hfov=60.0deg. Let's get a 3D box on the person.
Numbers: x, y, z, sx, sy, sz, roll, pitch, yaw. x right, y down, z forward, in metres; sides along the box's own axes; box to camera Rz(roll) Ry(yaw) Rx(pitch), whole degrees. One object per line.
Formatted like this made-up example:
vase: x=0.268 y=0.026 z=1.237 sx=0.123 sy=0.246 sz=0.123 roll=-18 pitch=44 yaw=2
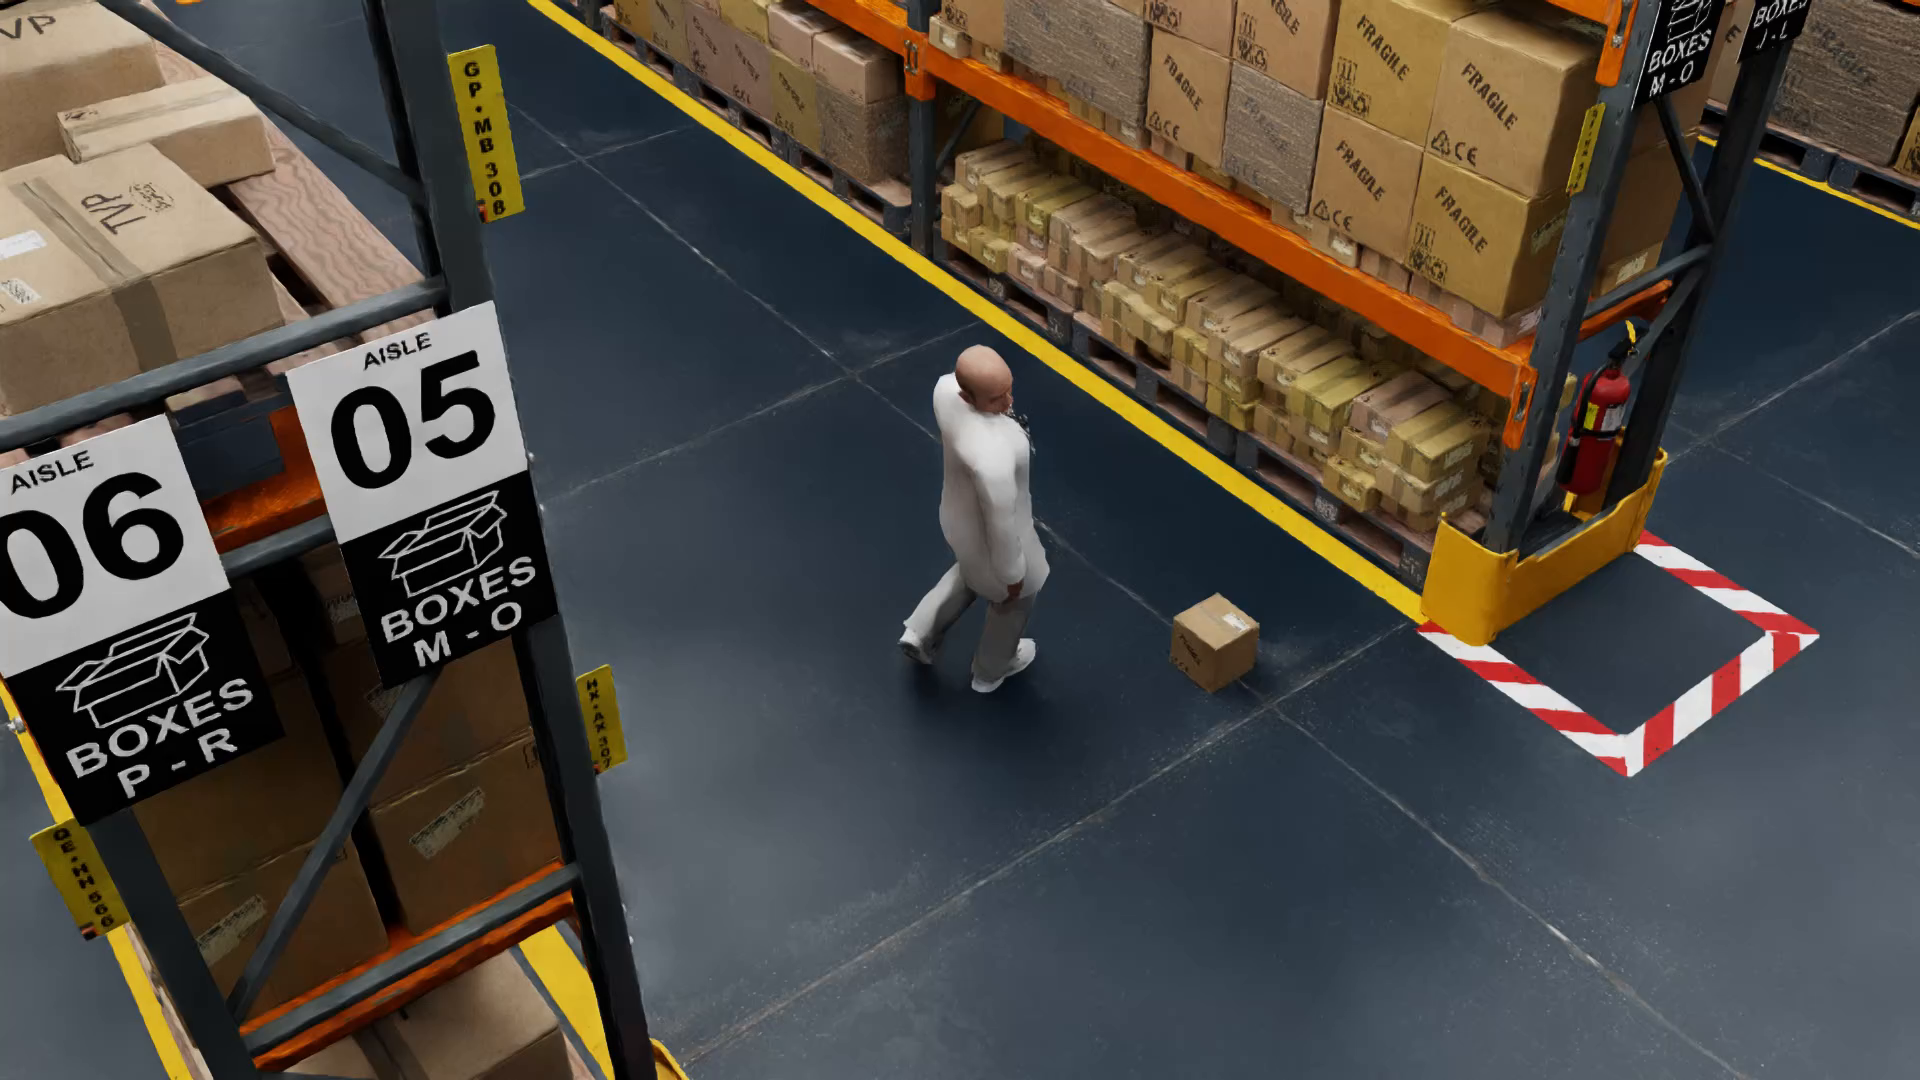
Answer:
person: x=1.156 y=-5.412 z=12.677 sx=10.683 sy=1.728 sz=14.178 roll=-20 pitch=44 yaw=-22
